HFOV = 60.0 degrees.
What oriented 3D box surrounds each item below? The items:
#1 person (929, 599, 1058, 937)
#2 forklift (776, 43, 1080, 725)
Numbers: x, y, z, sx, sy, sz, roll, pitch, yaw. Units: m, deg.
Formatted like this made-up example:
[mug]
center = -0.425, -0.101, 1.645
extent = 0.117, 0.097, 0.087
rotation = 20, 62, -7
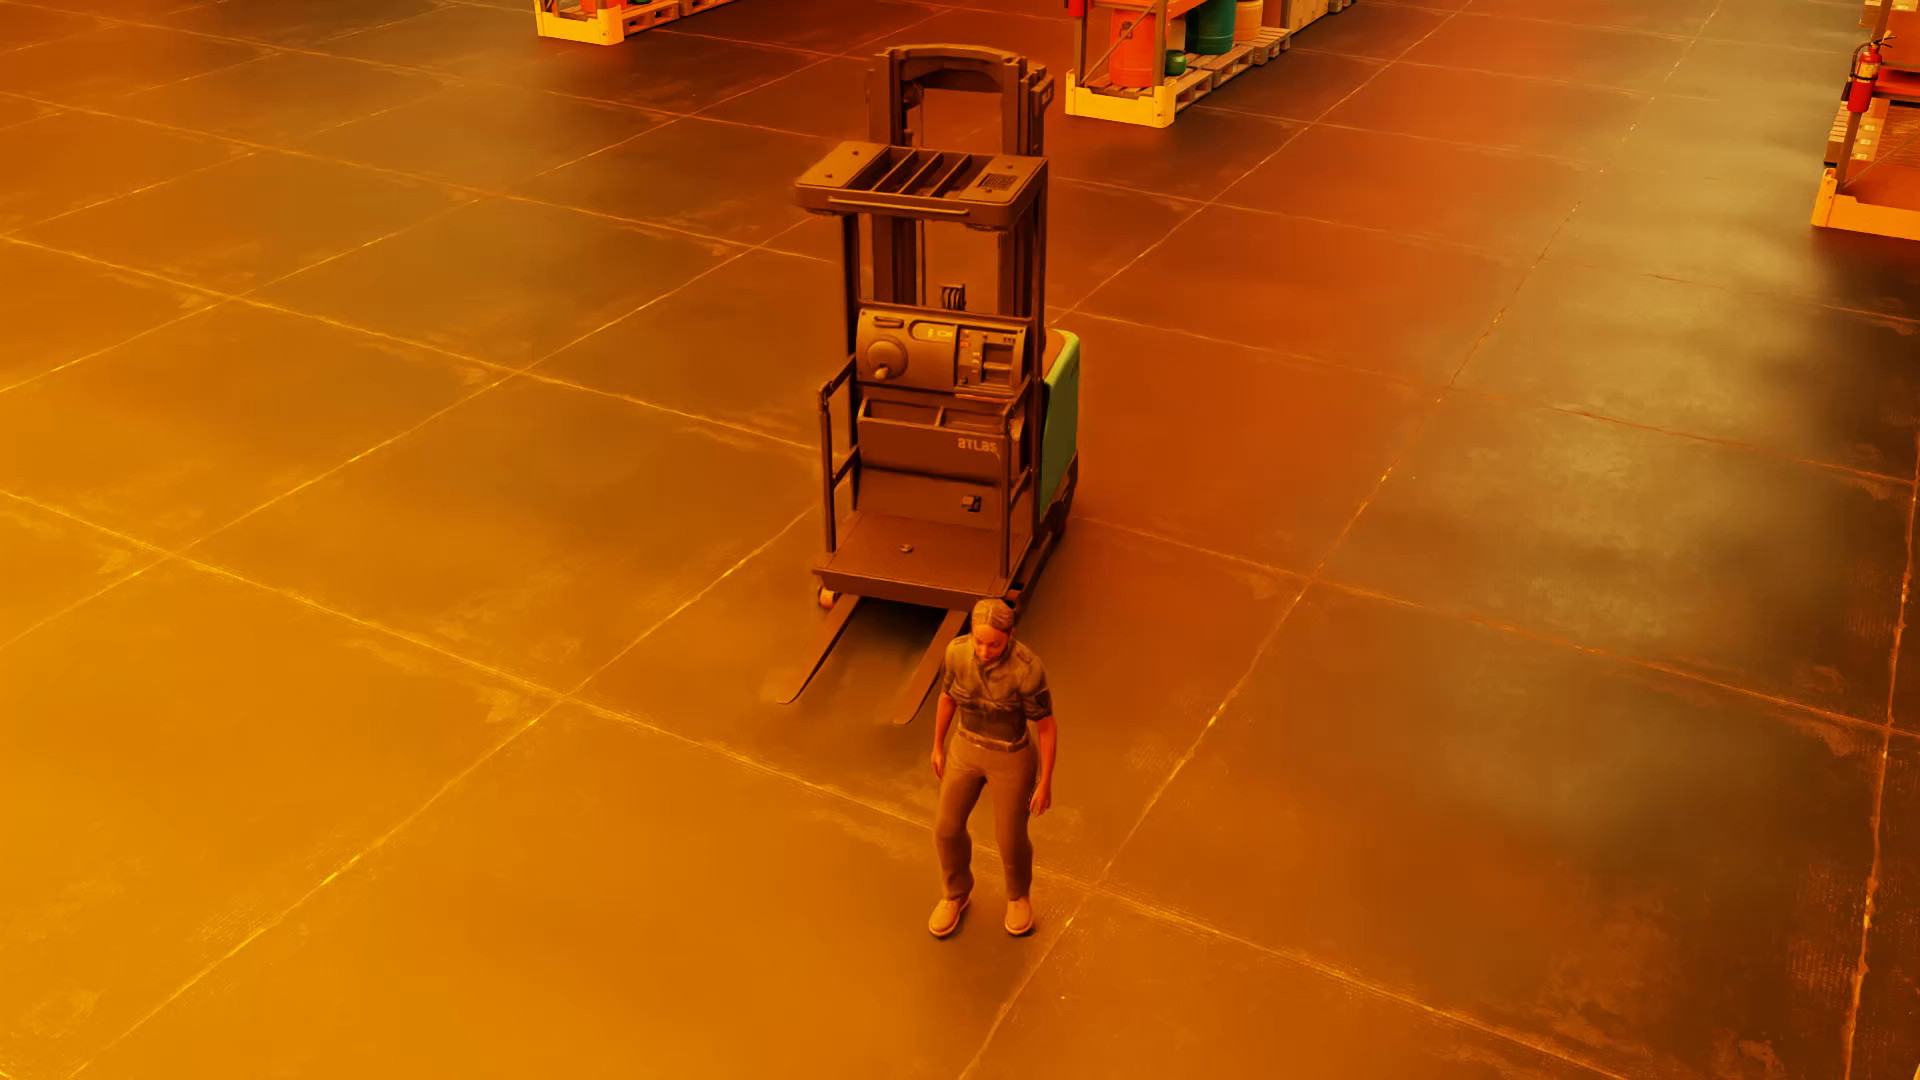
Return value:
[person]
center = 0.131, 0.918, 6.769
extent = 0.559, 1.646, 0.430
rotation = 14, 33, 22
[forklift]
center = -0.163, -0.959, 8.732
extent = 1.130, 2.935, 3.031
rotation = 8, 31, 14
